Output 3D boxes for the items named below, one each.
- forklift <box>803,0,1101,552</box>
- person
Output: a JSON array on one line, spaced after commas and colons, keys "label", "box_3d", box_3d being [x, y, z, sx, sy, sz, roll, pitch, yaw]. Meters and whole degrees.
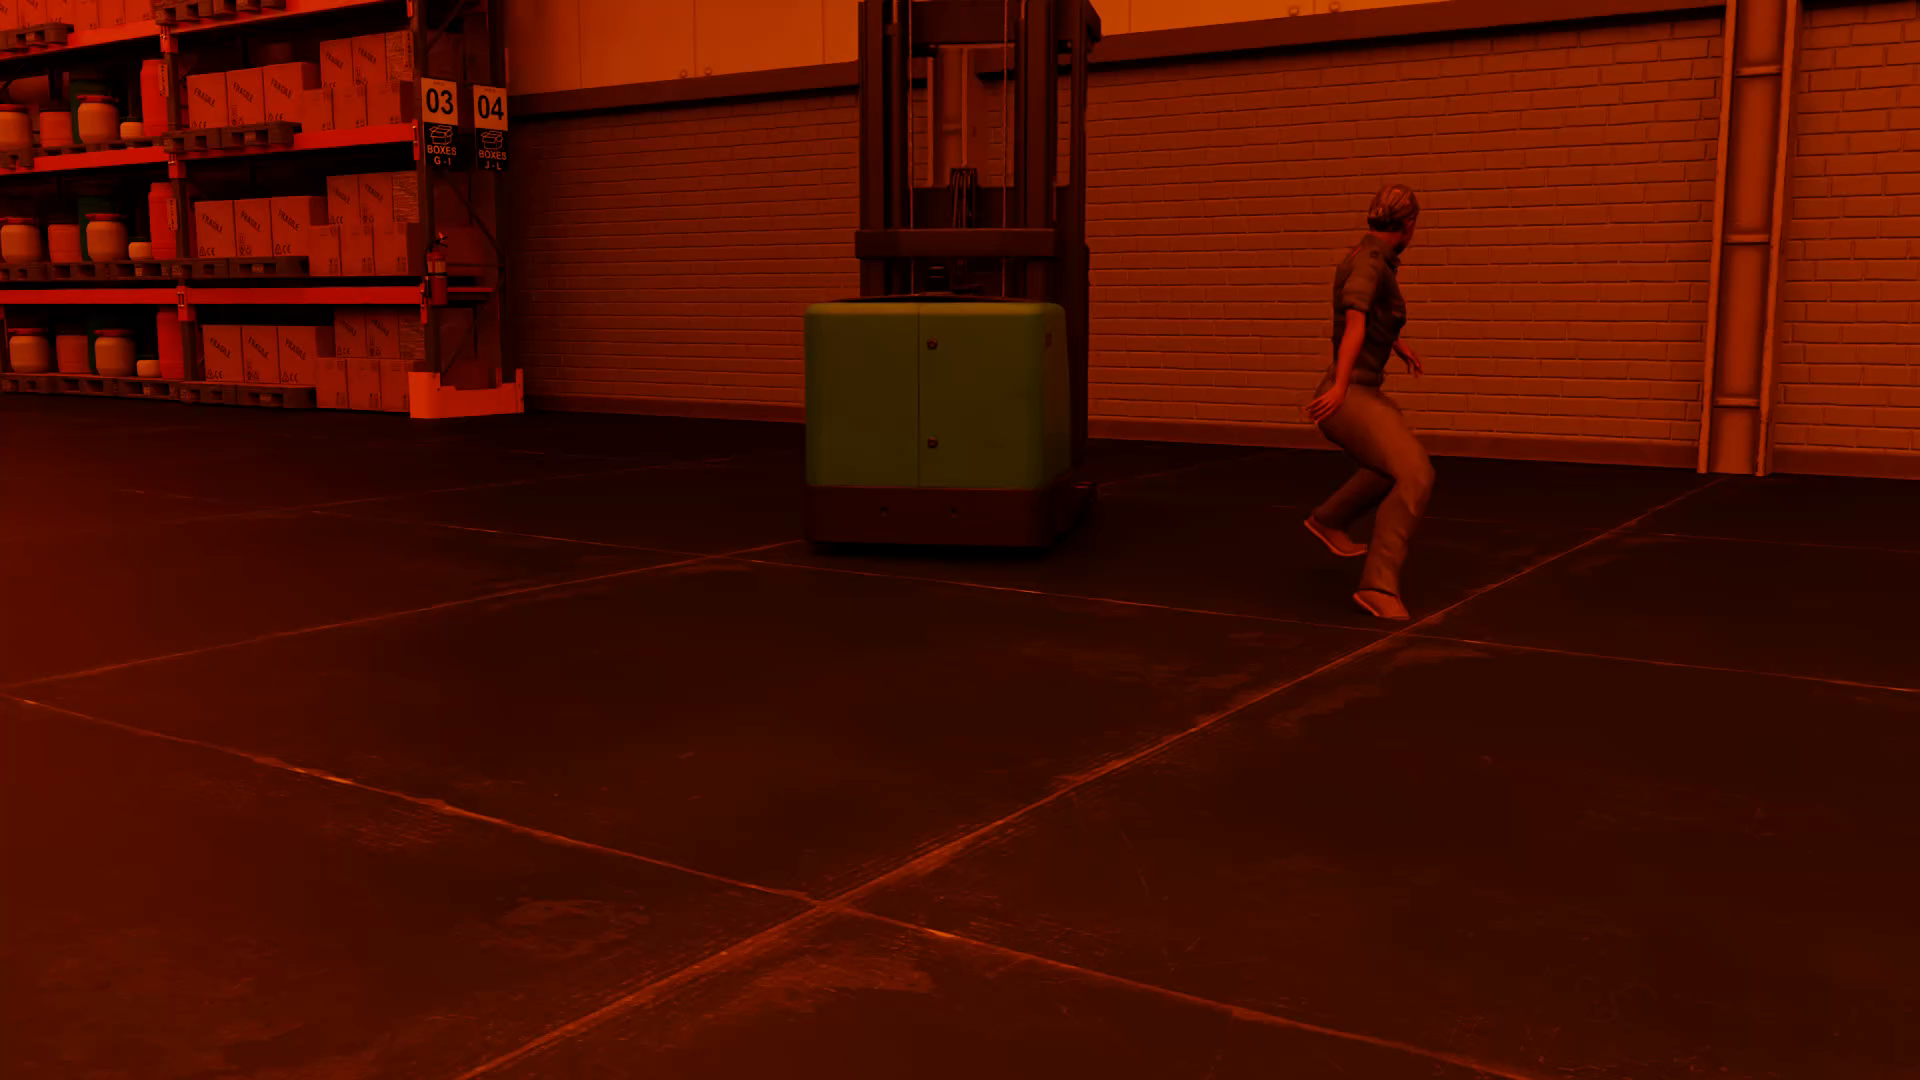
[{"label": "forklift", "box_3d": [0.103, -1.570, 8.236, 1.130, 2.935, 3.031, 1, 8, 10]}, {"label": "person", "box_3d": [1.466, -0.490, 6.002, 0.500, 1.565, 1.109, 2, 8, 16]}]
